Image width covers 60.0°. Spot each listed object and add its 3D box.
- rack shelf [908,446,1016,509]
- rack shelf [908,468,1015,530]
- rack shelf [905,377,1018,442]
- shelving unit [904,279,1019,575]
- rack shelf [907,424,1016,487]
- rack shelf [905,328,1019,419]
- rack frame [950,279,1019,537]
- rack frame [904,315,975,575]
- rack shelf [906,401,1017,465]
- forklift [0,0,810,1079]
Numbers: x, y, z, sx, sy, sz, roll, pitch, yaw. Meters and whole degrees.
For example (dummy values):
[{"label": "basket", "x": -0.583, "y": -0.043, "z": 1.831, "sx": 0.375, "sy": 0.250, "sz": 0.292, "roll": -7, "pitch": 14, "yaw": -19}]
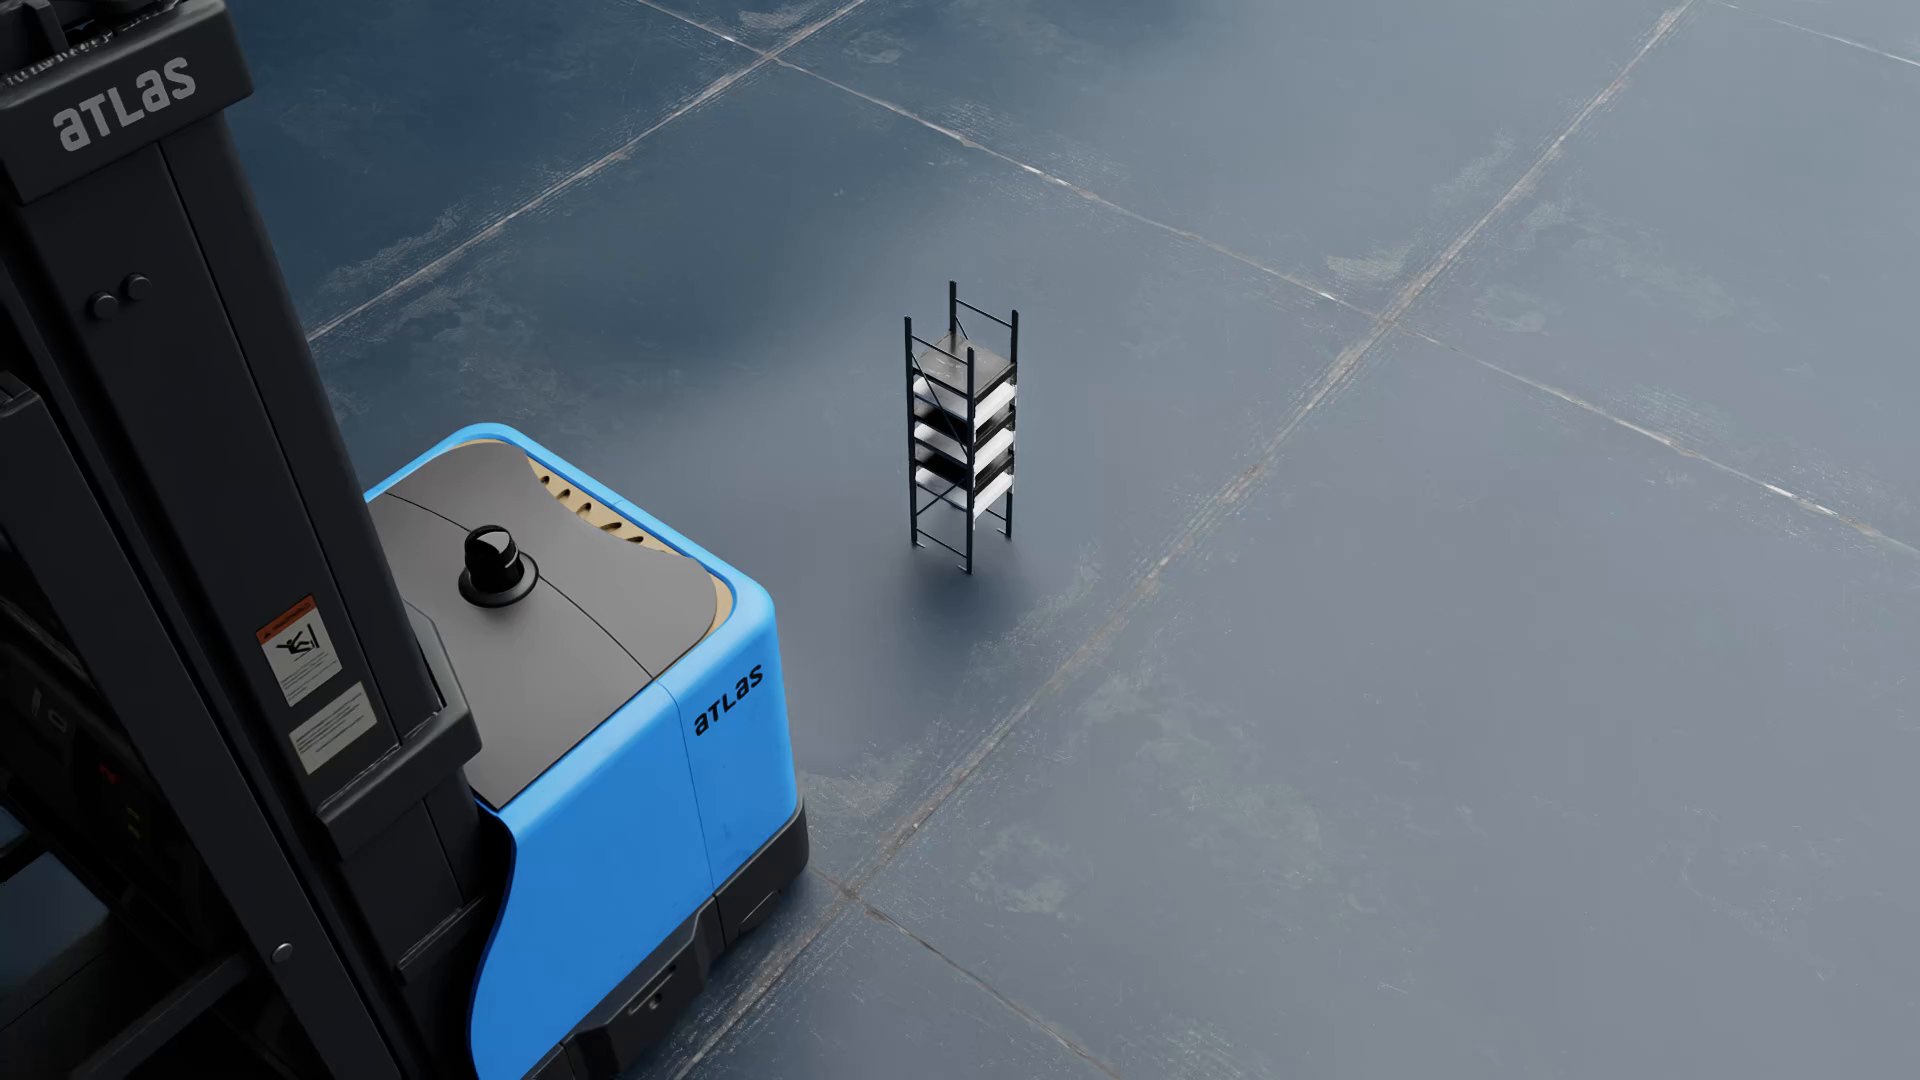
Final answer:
[{"label": "rack shelf", "x": 0.005, "y": -0.230, "z": 5.018, "sx": 0.258, "sy": 0.077, "sz": 0.200, "roll": 29, "pitch": 53, "yaw": 25}, {"label": "rack shelf", "x": 0.005, "y": -0.168, "z": 5.083, "sx": 0.258, "sy": 0.077, "sz": 0.200, "roll": 29, "pitch": 53, "yaw": 25}, {"label": "rack shelf", "x": 0.005, "y": -0.417, "z": 4.823, "sx": 0.258, "sy": 0.077, "sz": 0.200, "roll": 29, "pitch": 53, "yaw": 25}, {"label": "shelving unit", "x": 0.005, "y": -0.315, "z": 4.929, "sx": 0.258, "sy": 0.900, "sz": 0.210, "roll": 29, "pitch": 53, "yaw": 25}, {"label": "rack shelf", "x": 0.005, "y": -0.292, "z": 4.953, "sx": 0.258, "sy": 0.077, "sz": 0.200, "roll": 29, "pitch": 53, "yaw": 25}, {"label": "rack shelf", "x": 0.005, "y": -0.479, "z": 4.758, "sx": 0.258, "sy": 0.077, "sz": 0.200, "roll": 29, "pitch": 53, "yaw": 25}, {"label": "rack frame", "x": 0.067, "y": -0.374, "z": 4.985, "sx": 0.240, "sy": 0.900, "sz": 0.006, "roll": 29, "pitch": 53, "yaw": 25}, {"label": "rack frame", "x": -0.057, "y": -0.257, "z": 4.873, "sx": 0.240, "sy": 0.900, "sz": 0.006, "roll": 29, "pitch": 53, "yaw": 25}, {"label": "rack shelf", "x": 0.005, "y": -0.355, "z": 4.888, "sx": 0.258, "sy": 0.077, "sz": 0.200, "roll": 29, "pitch": 53, "yaw": 25}, {"label": "forklift", "x": -1.706, "y": 0.467, "z": 2.777, "sx": 1.130, "sy": 2.935, "sz": 3.031, "roll": 30, "pitch": 53, "yaw": 26}]
